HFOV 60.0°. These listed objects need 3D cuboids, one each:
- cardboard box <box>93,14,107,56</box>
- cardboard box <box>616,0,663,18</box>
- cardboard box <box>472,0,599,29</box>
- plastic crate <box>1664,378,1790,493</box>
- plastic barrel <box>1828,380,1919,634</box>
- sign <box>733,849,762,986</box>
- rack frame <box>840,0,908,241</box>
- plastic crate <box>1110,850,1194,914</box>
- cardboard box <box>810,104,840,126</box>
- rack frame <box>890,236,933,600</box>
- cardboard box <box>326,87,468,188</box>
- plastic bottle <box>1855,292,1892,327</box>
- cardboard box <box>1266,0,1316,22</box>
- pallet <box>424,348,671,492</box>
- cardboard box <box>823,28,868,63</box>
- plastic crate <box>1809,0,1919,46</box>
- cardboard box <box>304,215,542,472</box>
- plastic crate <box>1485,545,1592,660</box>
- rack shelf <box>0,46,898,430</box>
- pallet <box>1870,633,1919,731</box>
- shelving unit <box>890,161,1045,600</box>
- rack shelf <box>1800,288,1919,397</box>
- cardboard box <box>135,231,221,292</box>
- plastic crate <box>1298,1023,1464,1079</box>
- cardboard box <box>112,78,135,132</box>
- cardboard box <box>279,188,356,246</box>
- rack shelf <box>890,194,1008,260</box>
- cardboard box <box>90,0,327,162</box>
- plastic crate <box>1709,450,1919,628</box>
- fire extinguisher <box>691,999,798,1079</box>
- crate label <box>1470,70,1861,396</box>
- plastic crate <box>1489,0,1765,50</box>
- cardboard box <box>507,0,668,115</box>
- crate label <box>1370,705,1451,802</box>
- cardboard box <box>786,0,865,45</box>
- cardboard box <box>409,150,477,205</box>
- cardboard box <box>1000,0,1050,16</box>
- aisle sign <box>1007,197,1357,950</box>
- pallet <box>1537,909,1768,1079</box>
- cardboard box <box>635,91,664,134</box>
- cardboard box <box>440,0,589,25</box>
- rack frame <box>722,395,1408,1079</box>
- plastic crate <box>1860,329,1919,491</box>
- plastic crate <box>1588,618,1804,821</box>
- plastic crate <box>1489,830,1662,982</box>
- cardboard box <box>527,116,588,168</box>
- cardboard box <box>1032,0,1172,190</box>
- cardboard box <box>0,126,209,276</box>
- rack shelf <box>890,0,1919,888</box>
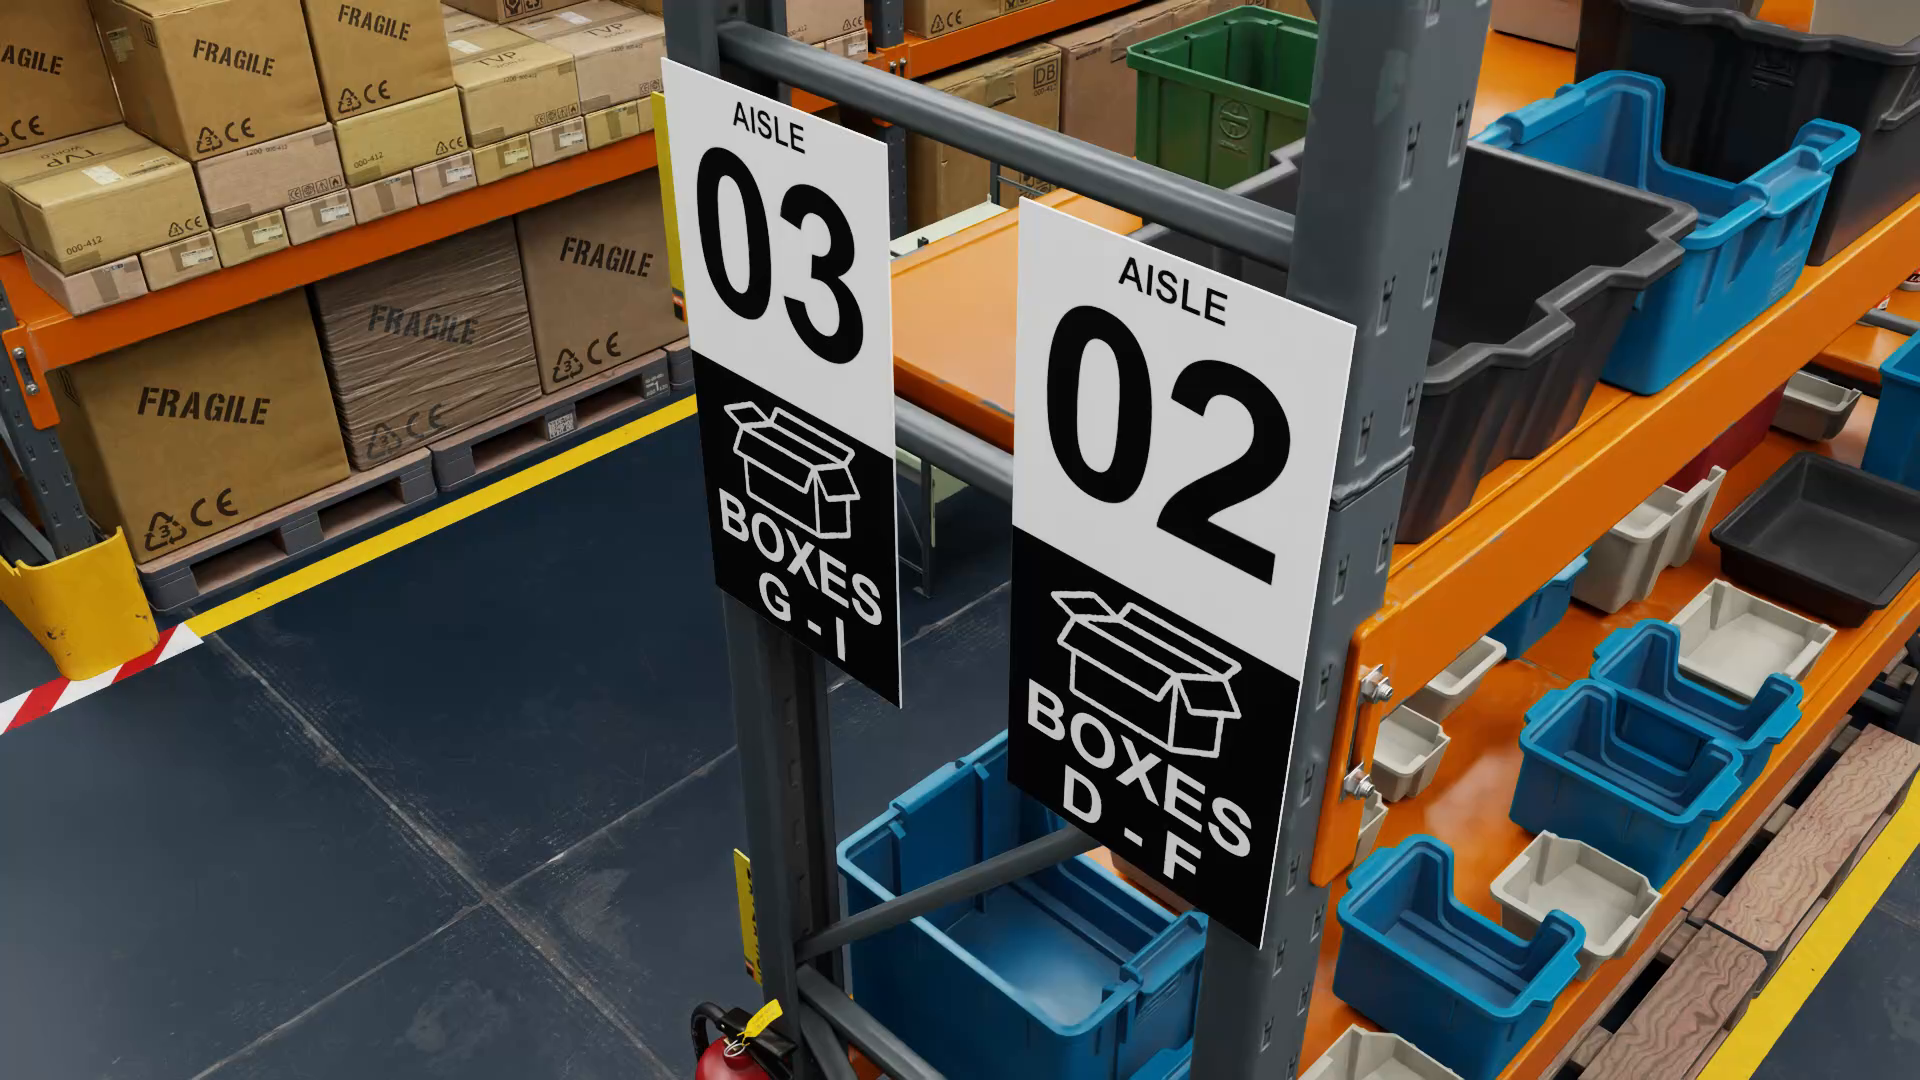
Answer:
[{"bbox_3d":[-5.291,-3.064,10.126,0.380,0.149,0.250,30,45,35],"label":"cardboard box"},{"bbox_3d":[-1.147,-2.514,6.948,0.500,0.500,0.500,-29,44,-35],"label":"cardboard box"},{"bbox_3d":[-1.888,-2.205,7.161,0.500,0.250,0.500,-29,44,-35],"label":"cardboard box"},{"bbox_3d":[2.051,-0.435,4.644,0.402,0.464,0.583,30,45,35],"label":"plastic crate"},{"bbox_3d":[3.254,-0.171,5.841,0.600,0.901,0.708,30,45,35],"label":"plastic barrel"},{"bbox_3d":[-0.362,0.696,2.988,0.100,0.325,0.005,30,45,35],"label":"sign"},{"bbox_3d":[-0.656,-2.642,7.916,1.000,3.000,0.127,30,45,35],"label":"rack frame"},{"bbox_3d":[0.486,0.657,3.363,0.396,0.136,0.243,30,45,35],"label":"plastic crate"},{"bbox_3d":[-1.178,-1.707,8.066,0.875,0.875,0.875,30,45,35],"label":"cardboard box"},{"bbox_3d":[-0.253,-0.469,6.112,0.400,1.500,0.023,30,45,35],"label":"rack frame"},{"bbox_3d":[-2.227,-1.581,6.266,0.500,0.250,0.500,28,44,34],"label":"cardboard box"},{"bbox_3d":[3.008,-0.812,5.466,0.097,0.201,0.097,0,35,0],"label":"plastic bottle"},{"bbox_3d":[1.661,-3.295,10.343,1.225,0.875,0.875,27,43,33],"label":"cardboard box"},{"bbox_3d":[-2.107,-0.724,7.603,1.003,0.211,1.213,30,45,35],"label":"pallet"},{"bbox_3d":[-0.639,-2.283,7.621,0.250,0.149,0.380,-30,45,-35],"label":"cardboard box"},{"bbox_3d":[1.821,-0.979,3.013,0.437,0.282,0.530,30,45,35],"label":"plastic crate"},{"bbox_3d":[-2.439,-0.981,7.024,0.875,0.875,0.875,30,45,35],"label":"cardboard box"},{"bbox_3d":[1.305,0.085,4.100,0.416,0.233,0.300,30,45,35],"label":"plastic crate"},{"bbox_3d":[-2.066,-1.535,6.958,1.077,0.370,4.000,30,45,35],"label":"rack shelf"},{"bbox_3d":[3.432,0.201,6.277,1.003,0.211,1.213,30,45,35],"label":"pallet"},{"bbox_3d":[0.005,-0.618,6.325,0.431,1.500,0.755,30,45,35],"label":"shelving unit"},{"bbox_3d":[4.267,-1.163,6.424,1.077,0.370,4.000,30,45,35],"label":"rack shelf"},{"bbox_3d":[-2.811,-1.031,5.826,0.380,0.149,0.250,29,44,35],"label":"cardboard box"},{"bbox_3d":[0.732,0.997,2.876,0.250,0.136,0.298,30,45,35],"label":"plastic crate"},{"bbox_3d":[-2.964,-1.588,6.276,0.500,0.250,0.500,29,44,35],"label":"cardboard box"},{"bbox_3d":[-2.448,-1.242,6.128,0.380,0.149,0.250,29,44,35],"label":"cardboard box"},{"bbox_3d":[0.005,-0.938,6.102,0.431,0.370,0.720,30,45,35],"label":"rack shelf"},{"bbox_3d":[-2.593,-1.675,5.746,0.500,0.500,0.500,28,44,34],"label":"cardboard box"},{"bbox_3d":[2.260,0.005,4.309,0.437,0.125,0.590,30,45,35],"label":"plastic crate"},{"bbox_3d":[-0.389,1.041,3.029,0.296,0.674,0.183,30,45,35],"label":"fire extinguisher"},{"bbox_3d":[0.919,-0.436,2.260,0.408,0.251,0.502,30,45,35],"label":"crate label"},{"bbox_3d":[1.320,-1.083,3.289,0.437,0.136,0.530,30,45,35],"label":"plastic crate"},{"bbox_3d":[-1.504,-1.999,6.866,0.500,0.250,0.500,-29,44,-35],"label":"cardboard box"},{"bbox_3d":[0.880,0.423,3.700,0.396,0.136,0.243,30,45,35],"label":"crate label"},{"bbox_3d":[-0.781,-2.418,7.465,0.500,0.250,0.500,29,44,35],"label":"cardboard box"},{"bbox_3d":[-2.086,-1.449,6.426,0.380,0.149,0.250,29,44,35],"label":"cardboard box"},{"bbox_3d":[0.199,-2.974,8.304,0.500,0.500,0.500,30,45,35],"label":"cardboard box"},{"bbox_3d":[0.200,0.060,1.769,0.394,0.787,0.004,30,45,35],"label":"aisle sign"},{"bbox_3d":[1.508,1.310,4.688,1.003,0.211,1.213,30,45,35],"label":"pallet"},{"bbox_3d":[-1.364,-1.865,7.022,0.250,0.149,0.380,-29,44,-35],"label":"cardboard box"},{"bbox_3d":[-1.891,-2.509,6.941,0.500,0.500,0.500,28,44,34],"label":"cardboard box"},{"bbox_3d":[0.040,0.978,2.726,1.000,3.000,0.127,30,45,35],"label":"rack frame"},{"bbox_3d":[2.771,-0.337,4.573,0.392,0.384,0.575,30,45,35],"label":"plastic crate"},{"bbox_3d":[1.587,0.398,3.651,0.416,0.233,0.300,30,45,35],"label":"plastic crate"},{"bbox_3d":[1.210,0.722,3.271,0.250,0.136,0.298,30,45,35],"label":"plastic crate"},{"bbox_3d":[-1.724,-1.659,6.726,0.250,0.149,0.380,-29,44,-35],"label":"cardboard box"},{"bbox_3d":[0.409,-2.574,9.309,1.225,0.875,0.875,28,44,34],"label":"cardboard box"},{"bbox_3d":[-2.945,-1.165,5.669,0.500,0.250,0.500,28,44,34],"label":"cardboard box"},{"bbox_3d":[1.449,-0.769,3.238,1.077,0.370,4.000,30,45,35],"label":"rack shelf"}]
